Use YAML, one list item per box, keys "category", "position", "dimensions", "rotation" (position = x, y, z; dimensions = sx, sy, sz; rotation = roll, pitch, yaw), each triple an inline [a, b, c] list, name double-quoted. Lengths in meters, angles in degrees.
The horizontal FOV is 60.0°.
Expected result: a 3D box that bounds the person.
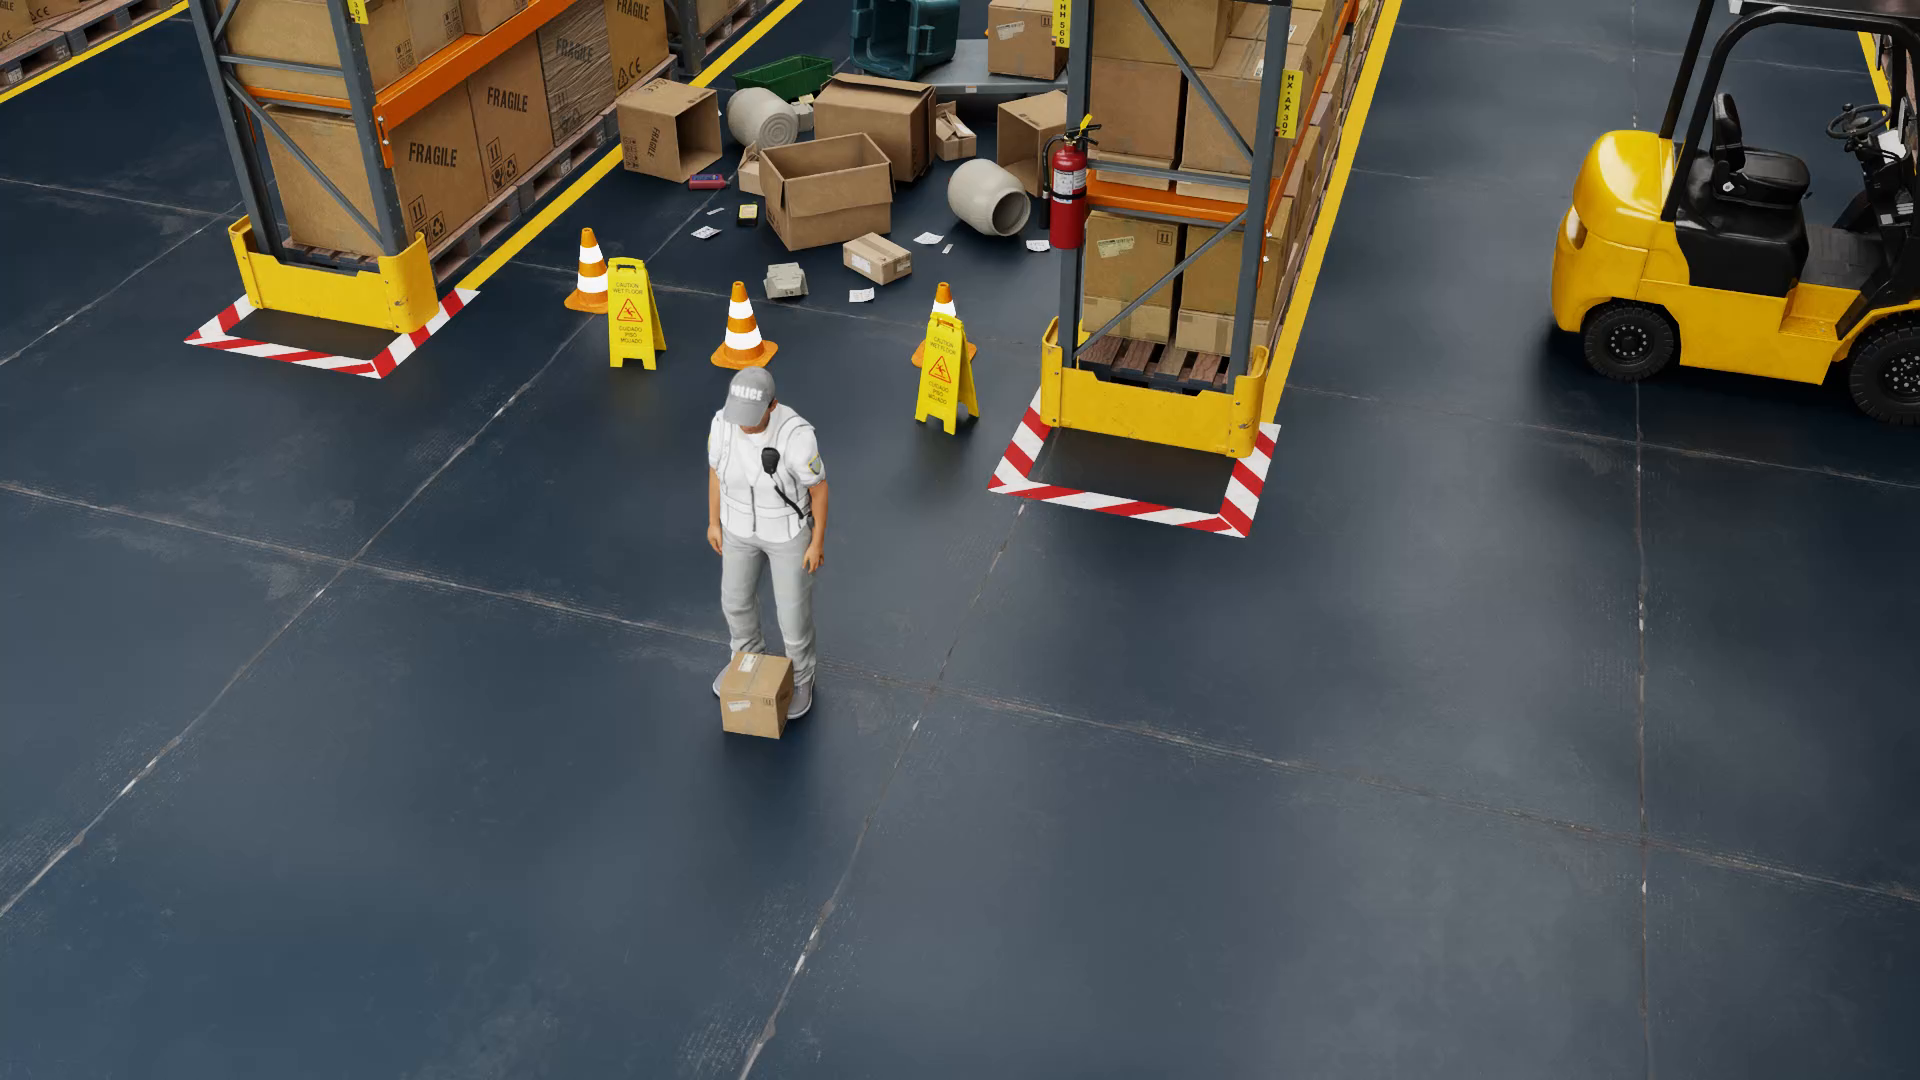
- category: "person"
  position: [-0.808, -0.024, 6.916]
  dimensions: [0.538, 1.666, 0.466]
  rotation: [11, 39, 14]
